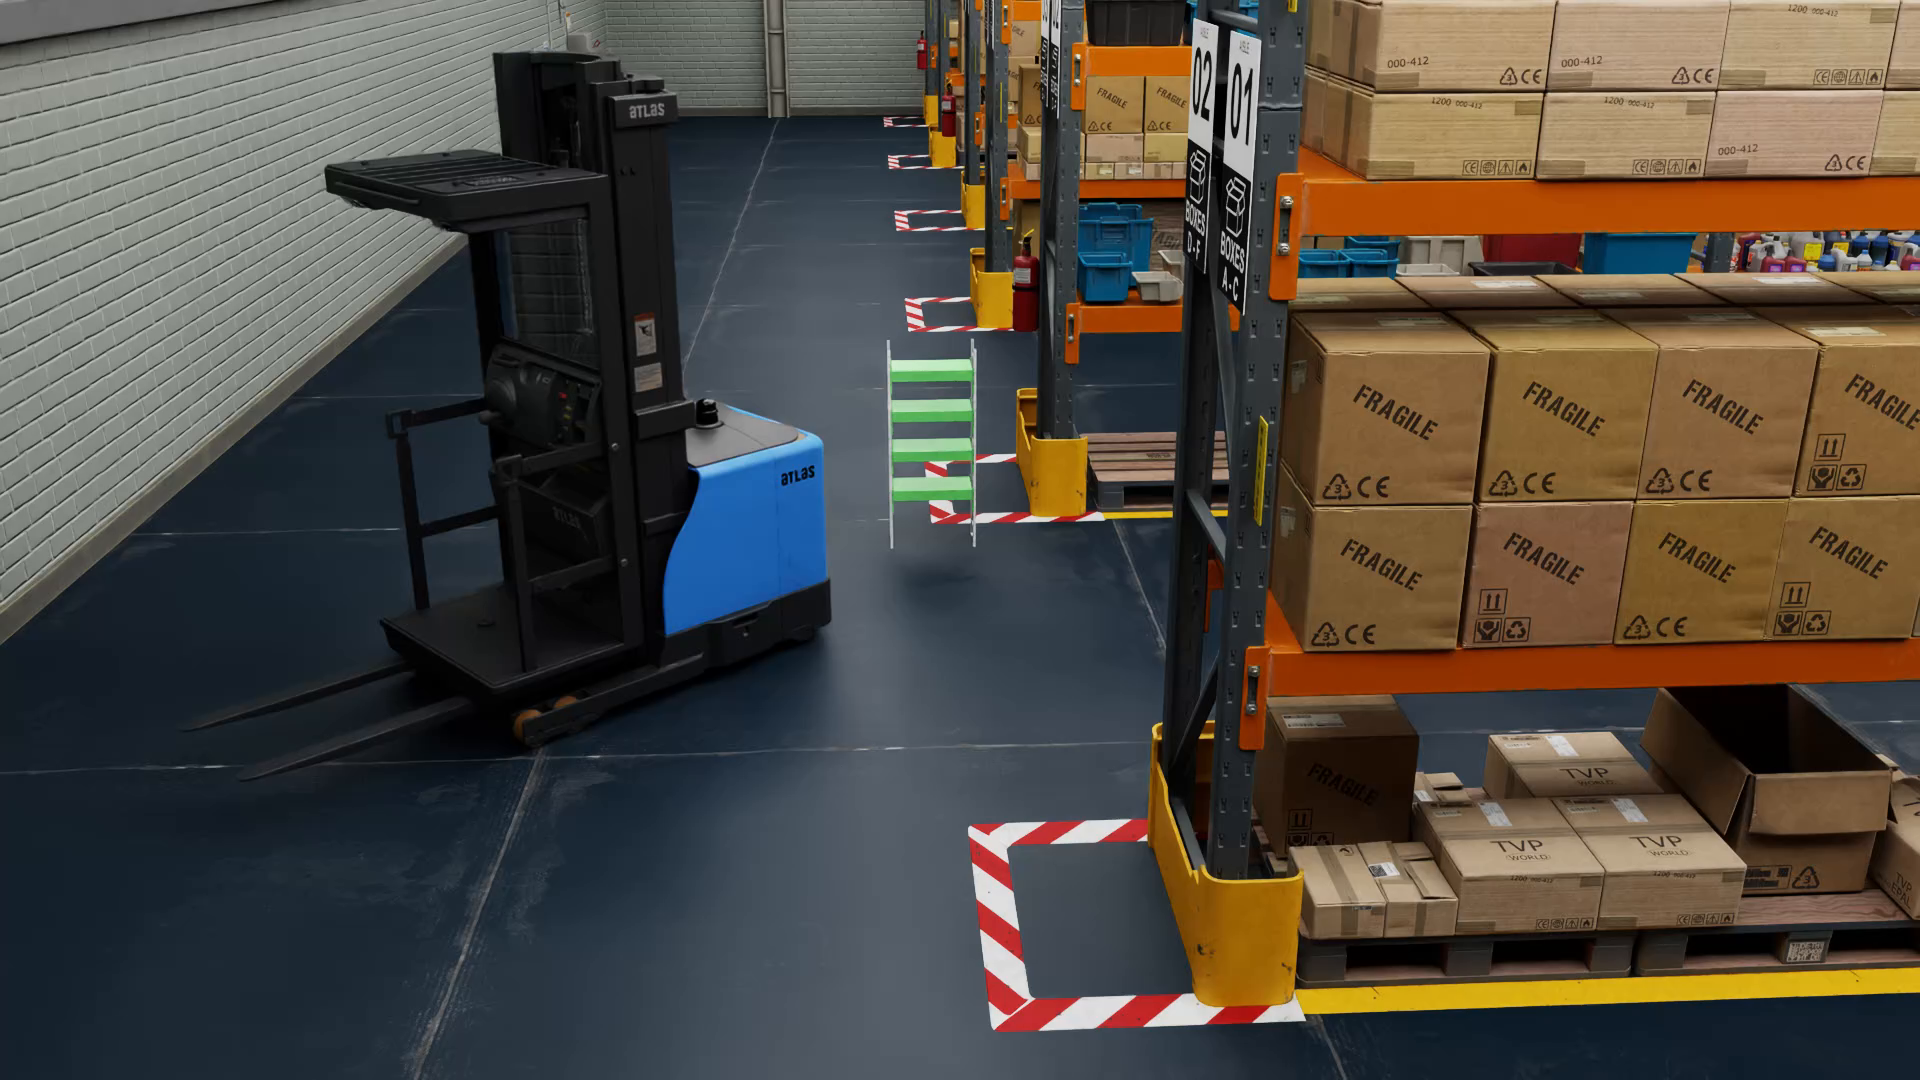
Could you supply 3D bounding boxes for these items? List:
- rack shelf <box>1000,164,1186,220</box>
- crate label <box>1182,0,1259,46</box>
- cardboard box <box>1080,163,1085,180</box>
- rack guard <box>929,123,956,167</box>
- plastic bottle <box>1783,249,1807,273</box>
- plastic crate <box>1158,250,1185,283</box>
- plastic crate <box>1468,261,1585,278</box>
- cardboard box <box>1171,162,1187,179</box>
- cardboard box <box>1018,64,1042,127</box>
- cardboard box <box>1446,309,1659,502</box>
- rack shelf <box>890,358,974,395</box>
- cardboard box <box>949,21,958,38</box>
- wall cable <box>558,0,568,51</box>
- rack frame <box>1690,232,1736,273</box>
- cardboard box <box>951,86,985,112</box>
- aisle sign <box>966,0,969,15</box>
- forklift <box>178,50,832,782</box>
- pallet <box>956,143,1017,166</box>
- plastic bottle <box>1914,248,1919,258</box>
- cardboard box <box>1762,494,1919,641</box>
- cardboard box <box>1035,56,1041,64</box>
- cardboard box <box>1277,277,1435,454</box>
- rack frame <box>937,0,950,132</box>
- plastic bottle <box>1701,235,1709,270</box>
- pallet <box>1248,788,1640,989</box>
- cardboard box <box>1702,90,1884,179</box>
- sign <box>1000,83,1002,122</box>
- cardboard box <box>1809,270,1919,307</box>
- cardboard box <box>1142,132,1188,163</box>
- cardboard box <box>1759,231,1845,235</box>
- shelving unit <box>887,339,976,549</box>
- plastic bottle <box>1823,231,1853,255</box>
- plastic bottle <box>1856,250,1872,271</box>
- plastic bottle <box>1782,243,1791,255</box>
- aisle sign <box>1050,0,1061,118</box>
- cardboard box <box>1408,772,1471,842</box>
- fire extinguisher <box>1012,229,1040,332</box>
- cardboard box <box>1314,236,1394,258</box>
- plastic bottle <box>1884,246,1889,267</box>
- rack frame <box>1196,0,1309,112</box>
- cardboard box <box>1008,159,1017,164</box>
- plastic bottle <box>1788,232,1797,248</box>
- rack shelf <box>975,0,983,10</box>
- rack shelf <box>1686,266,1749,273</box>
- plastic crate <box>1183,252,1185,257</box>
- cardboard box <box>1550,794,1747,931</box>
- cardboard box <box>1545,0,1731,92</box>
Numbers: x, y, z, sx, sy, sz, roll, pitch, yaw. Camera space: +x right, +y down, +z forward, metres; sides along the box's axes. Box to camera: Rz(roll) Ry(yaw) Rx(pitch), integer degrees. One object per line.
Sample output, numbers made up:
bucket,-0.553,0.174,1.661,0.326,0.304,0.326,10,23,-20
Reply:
rack shelf,2.322,-3.223,15.224,4.000,0.370,1.077,-1,21,-3
crate label,1.547,-2.995,9.609,0.502,0.251,0.408,-1,21,-3
cardboard box,0.954,-3.297,14.760,0.250,0.149,0.380,-1,21,-4
rack guard,-0.265,-5.870,24.679,0.348,0.500,1.175,-1,21,-3
plastic bottle,5.125,-1.644,10.231,0.133,0.283,0.061,-1,21,-3
plastic crate,1.412,-1.744,10.617,0.243,0.136,0.396,-1,21,-3
plastic crate,3.499,-1.621,10.309,0.590,0.125,0.437,-1,21,-3
cardboard box,1.982,-3.318,14.816,0.250,0.149,0.380,-1,21,-4
cardboard box,0.797,-4.041,15.101,0.500,0.500,0.500,-1,21,-2
cardboard box,1.866,-0.442,5.363,0.500,0.500,0.500,-1,21,-2
rack shelf,-0.165,-0.946,9.594,0.480,0.148,0.258,-1,21,-3
cardboard box,-0.059,-8.784,28.613,0.500,0.250,0.500,-1,21,-3
wall cable,-5.961,-7.894,25.055,0.122,1.984,0.588,-1,21,-3
rack frame,4.601,-1.840,10.582,0.127,3.000,1.000,-1,21,-3
cardboard box,0.088,-7.810,29.181,0.637,0.503,0.797,-2,21,-5
aisle sign,0.087,-6.389,18.876,0.004,0.787,0.394,-1,21,-3
forklift,-2.076,-0.642,7.532,3.031,2.935,1.130,-19,28,-41
pallet,0.553,-5.779,24.848,1.213,0.211,1.003,-1,21,-3
plastic bottle,6.010,-1.675,10.322,0.135,0.276,0.152,-1,21,-3
cardboard box,2.860,0.008,5.588,0.500,0.500,0.500,-1,21,-2
cardboard box,1.140,-5.399,19.370,0.500,0.500,0.500,-1,21,-3
cardboard box,1.316,-0.620,5.831,0.500,0.500,0.500,-1,21,-4
rack frame,-0.241,-7.039,24.236,0.127,3.000,1.000,-1,21,-3
plastic bottle,4.976,-1.905,10.926,0.135,0.276,0.152,-1,21,-3
pallet,1.759,1.286,6.290,1.213,0.211,1.003,-1,21,-3
cardboard box,2.413,-1.267,5.072,0.500,0.250,0.500,-1,21,-3
sign,0.351,-3.763,14.303,0.005,0.325,0.100,-1,21,-3
cardboard box,3.366,-0.664,5.946,0.500,0.500,0.500,-2,21,-5
cardboard box,1.840,-3.523,14.794,0.500,0.250,0.500,-2,21,-5
cardboard box,7.622,-2.877,15.702,0.875,0.875,1.225,-2,21,-6
shelving unit,-0.165,-0.557,9.742,0.503,1.200,0.258,-1,21,-3
plastic bottle,5.693,-1.904,10.820,0.185,0.351,0.144,-1,21,-3
plastic bottle,5.568,-1.654,10.274,0.097,0.271,0.097,0,21,0
plastic bottle,5.367,-1.834,10.844,0.097,0.201,0.097,0,21,0
aisle sign,0.553,-2.867,9.625,0.004,0.787,0.394,-1,21,-3
cardboard box,1.825,1.045,6.369,0.250,0.166,0.380,-1,21,-3
fire extinguisher,0.431,-1.707,10.864,0.183,0.674,0.296,-1,21,-3
cardboard box,3.655,-2.818,15.546,0.875,0.875,0.875,-1,21,-3
plastic bottle,6.093,-1.903,11.025,0.097,0.201,0.097,0,21,0
rack frame,0.887,-2.803,4.679,0.127,3.000,1.000,-1,21,-3
cardboard box,0.657,-4.525,20.214,0.250,0.149,0.380,-1,21,-2
plastic bottle,5.500,-1.952,10.945,0.185,0.351,0.144,-1,21,-3
rack shelf,2.140,-6.388,19.324,4.000,0.370,1.077,-1,21,-3
rack shelf,6.598,-1.544,10.816,4.000,0.370,1.077,-1,21,-3
plastic crate,1.530,-1.610,10.128,0.300,0.233,0.416,-1,21,-3
cardboard box,2.444,1.150,5.975,0.500,0.250,0.500,-1,21,-3
cardboard box,1.914,-1.490,4.955,0.500,0.250,0.500,-1,21,-3
